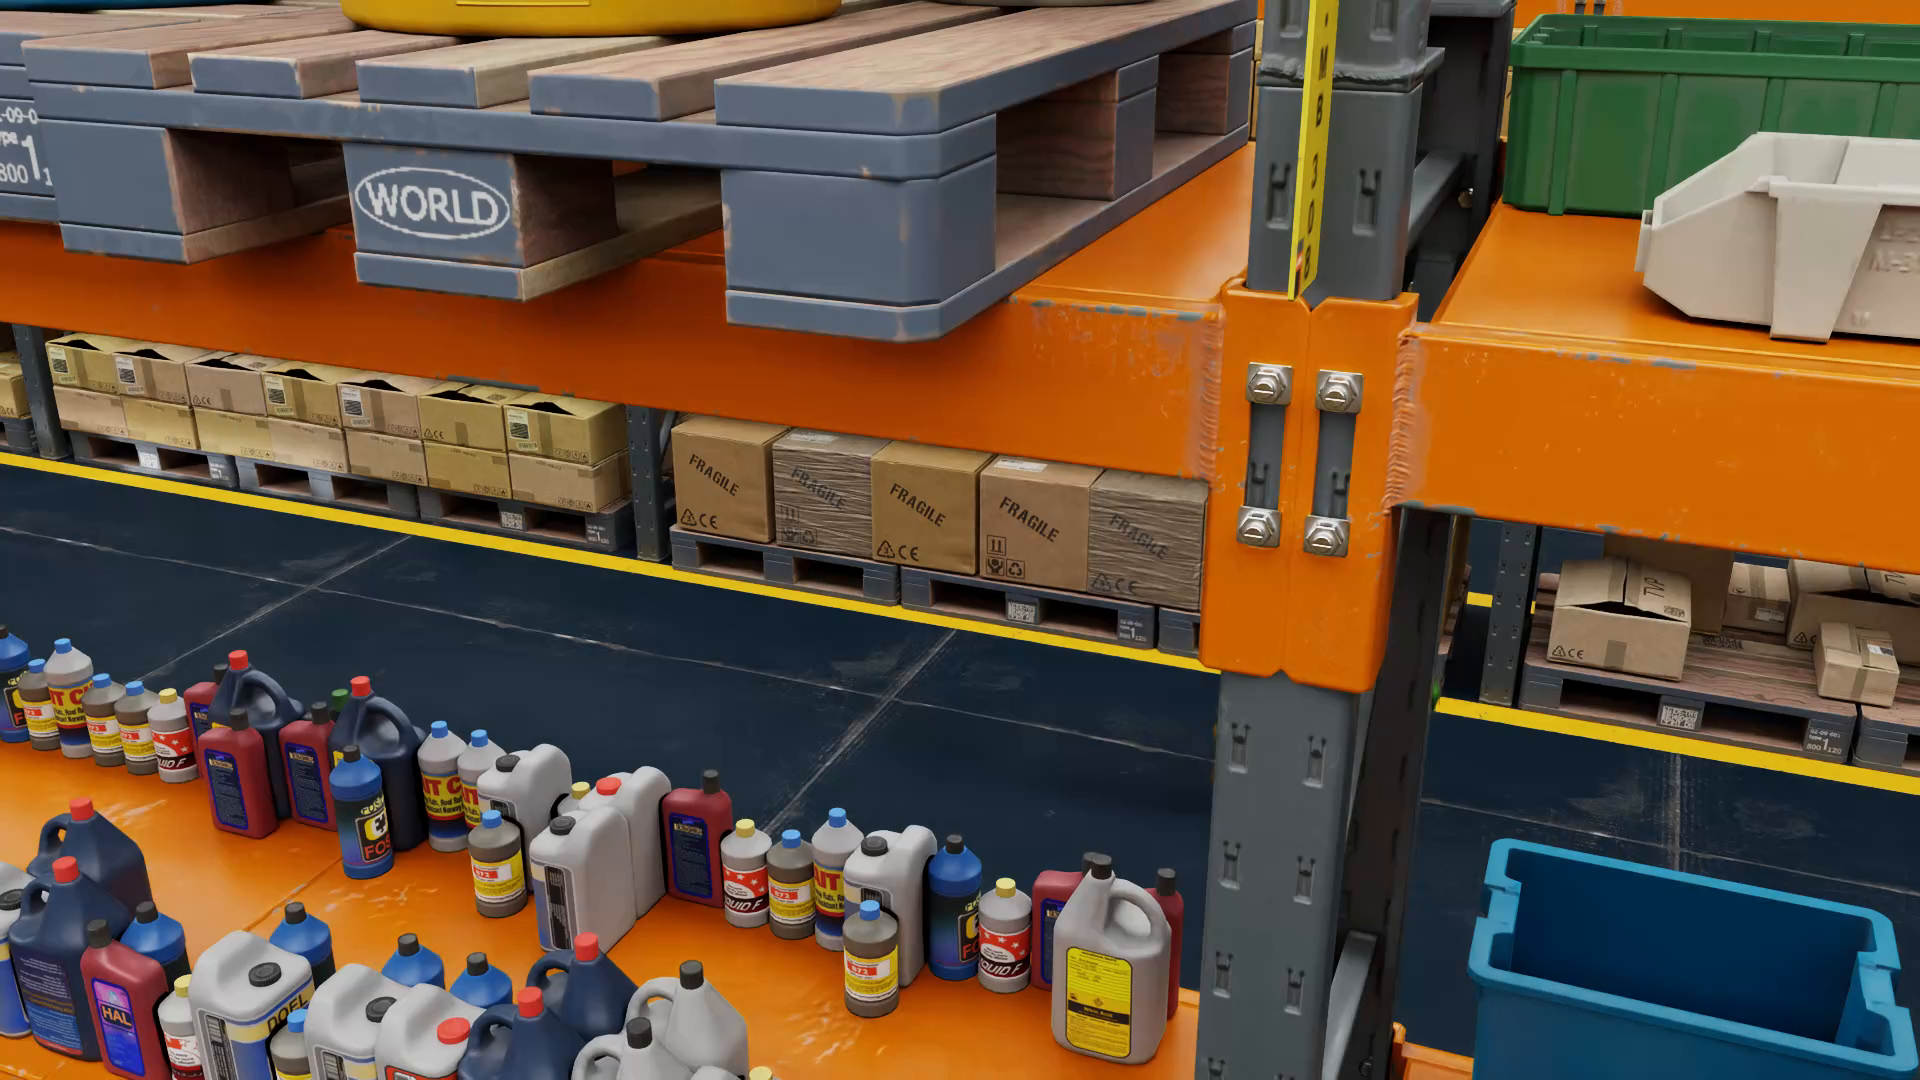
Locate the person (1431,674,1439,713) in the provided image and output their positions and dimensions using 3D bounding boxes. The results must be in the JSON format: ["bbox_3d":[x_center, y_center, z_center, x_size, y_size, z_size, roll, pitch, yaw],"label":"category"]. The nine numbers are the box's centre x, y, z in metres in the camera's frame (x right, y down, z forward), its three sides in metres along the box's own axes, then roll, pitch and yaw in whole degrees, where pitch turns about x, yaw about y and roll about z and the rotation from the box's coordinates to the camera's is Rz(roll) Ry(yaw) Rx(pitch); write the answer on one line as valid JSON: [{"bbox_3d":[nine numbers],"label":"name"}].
[{"bbox_3d":[1.411,0.156,5.644,0.504,1.819,0.590,8,23,18],"label":"person"}]
